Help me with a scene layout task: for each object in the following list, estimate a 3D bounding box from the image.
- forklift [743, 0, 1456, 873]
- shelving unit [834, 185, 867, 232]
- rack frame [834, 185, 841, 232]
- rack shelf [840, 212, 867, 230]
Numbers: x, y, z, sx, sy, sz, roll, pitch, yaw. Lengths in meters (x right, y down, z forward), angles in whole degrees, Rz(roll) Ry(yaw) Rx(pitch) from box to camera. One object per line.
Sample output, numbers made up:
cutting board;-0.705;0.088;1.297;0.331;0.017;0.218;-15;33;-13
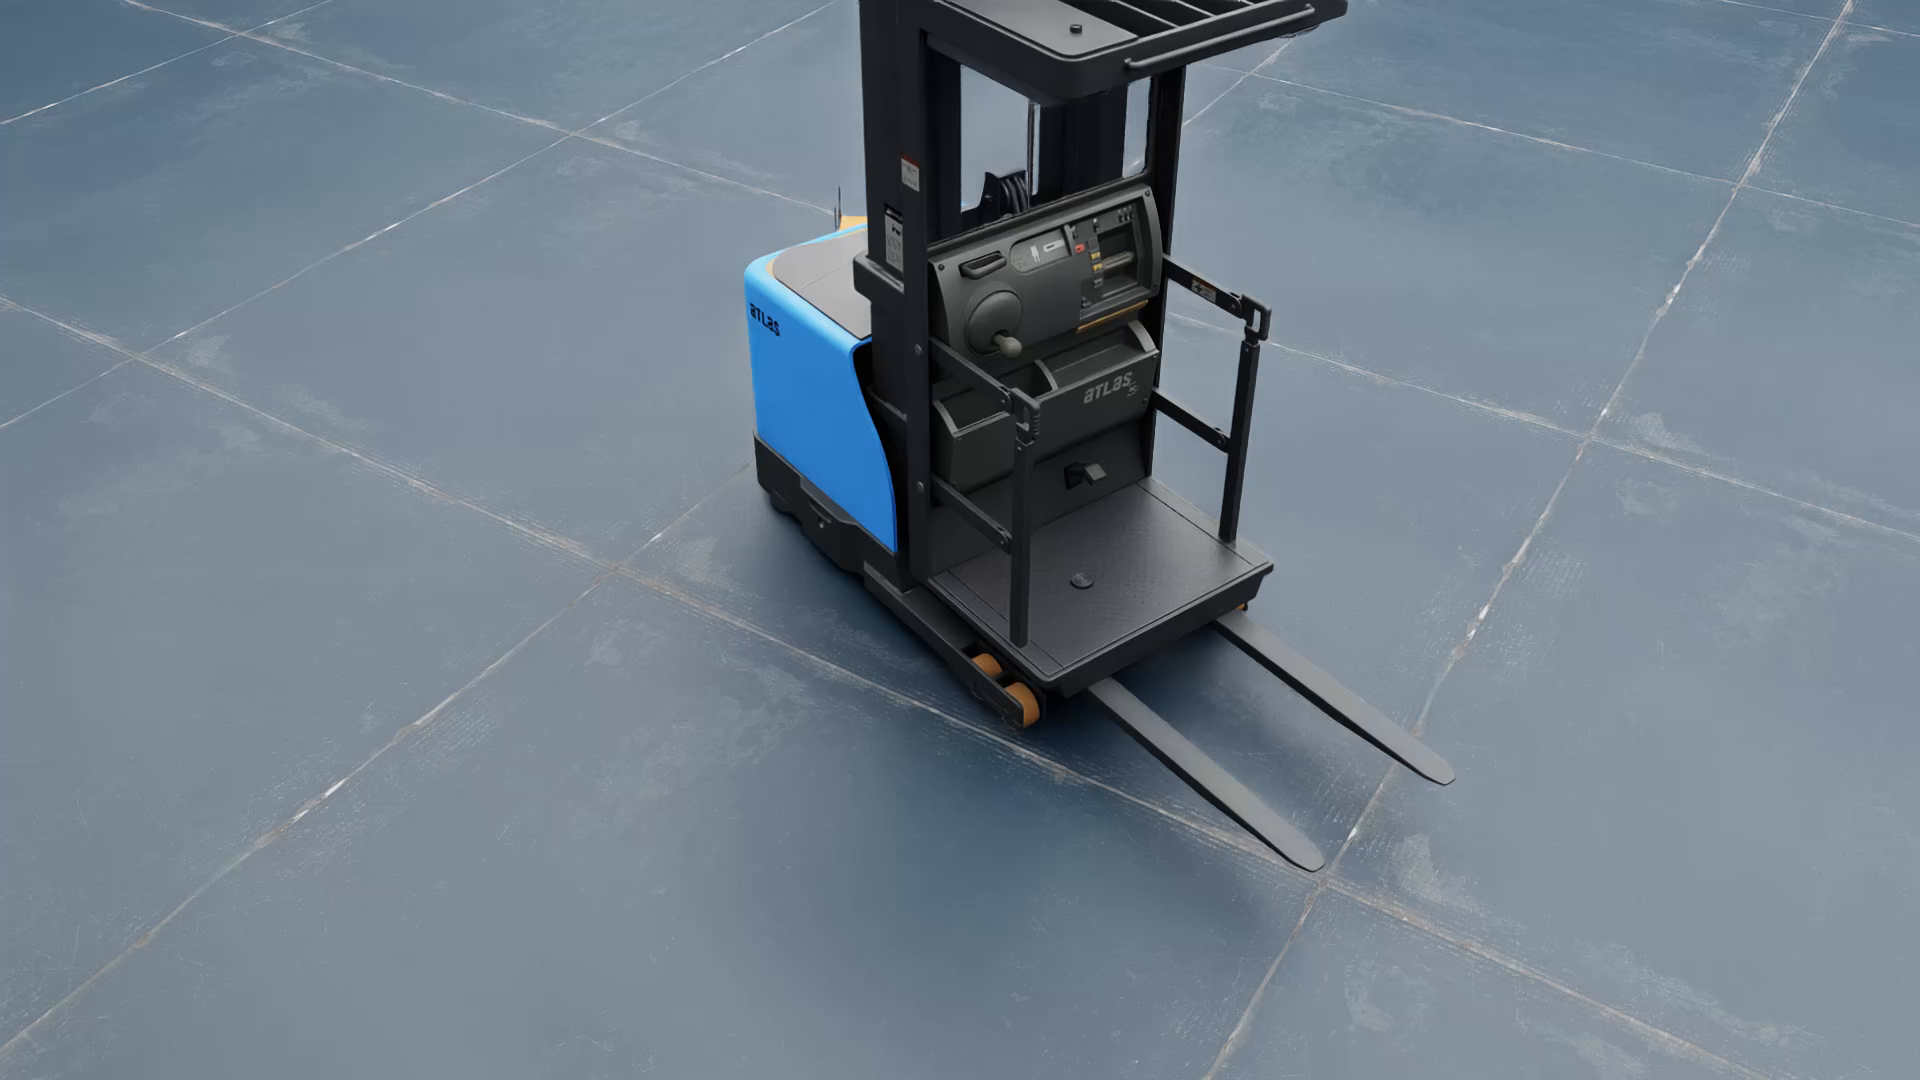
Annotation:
forklift;0.436;-0.832;5.429;1.130;2.935;3.031;-25;44;-28
shelving unit;-0.387;-1.002;7.189;0.252;1.050;0.215;1;37;1
rack frame;-0.509;-1.004;7.191;0.008;1.050;0.200;1;37;1
rack shelf;-0.386;-1.220;7.024;0.240;0.259;0.215;1;37;1
